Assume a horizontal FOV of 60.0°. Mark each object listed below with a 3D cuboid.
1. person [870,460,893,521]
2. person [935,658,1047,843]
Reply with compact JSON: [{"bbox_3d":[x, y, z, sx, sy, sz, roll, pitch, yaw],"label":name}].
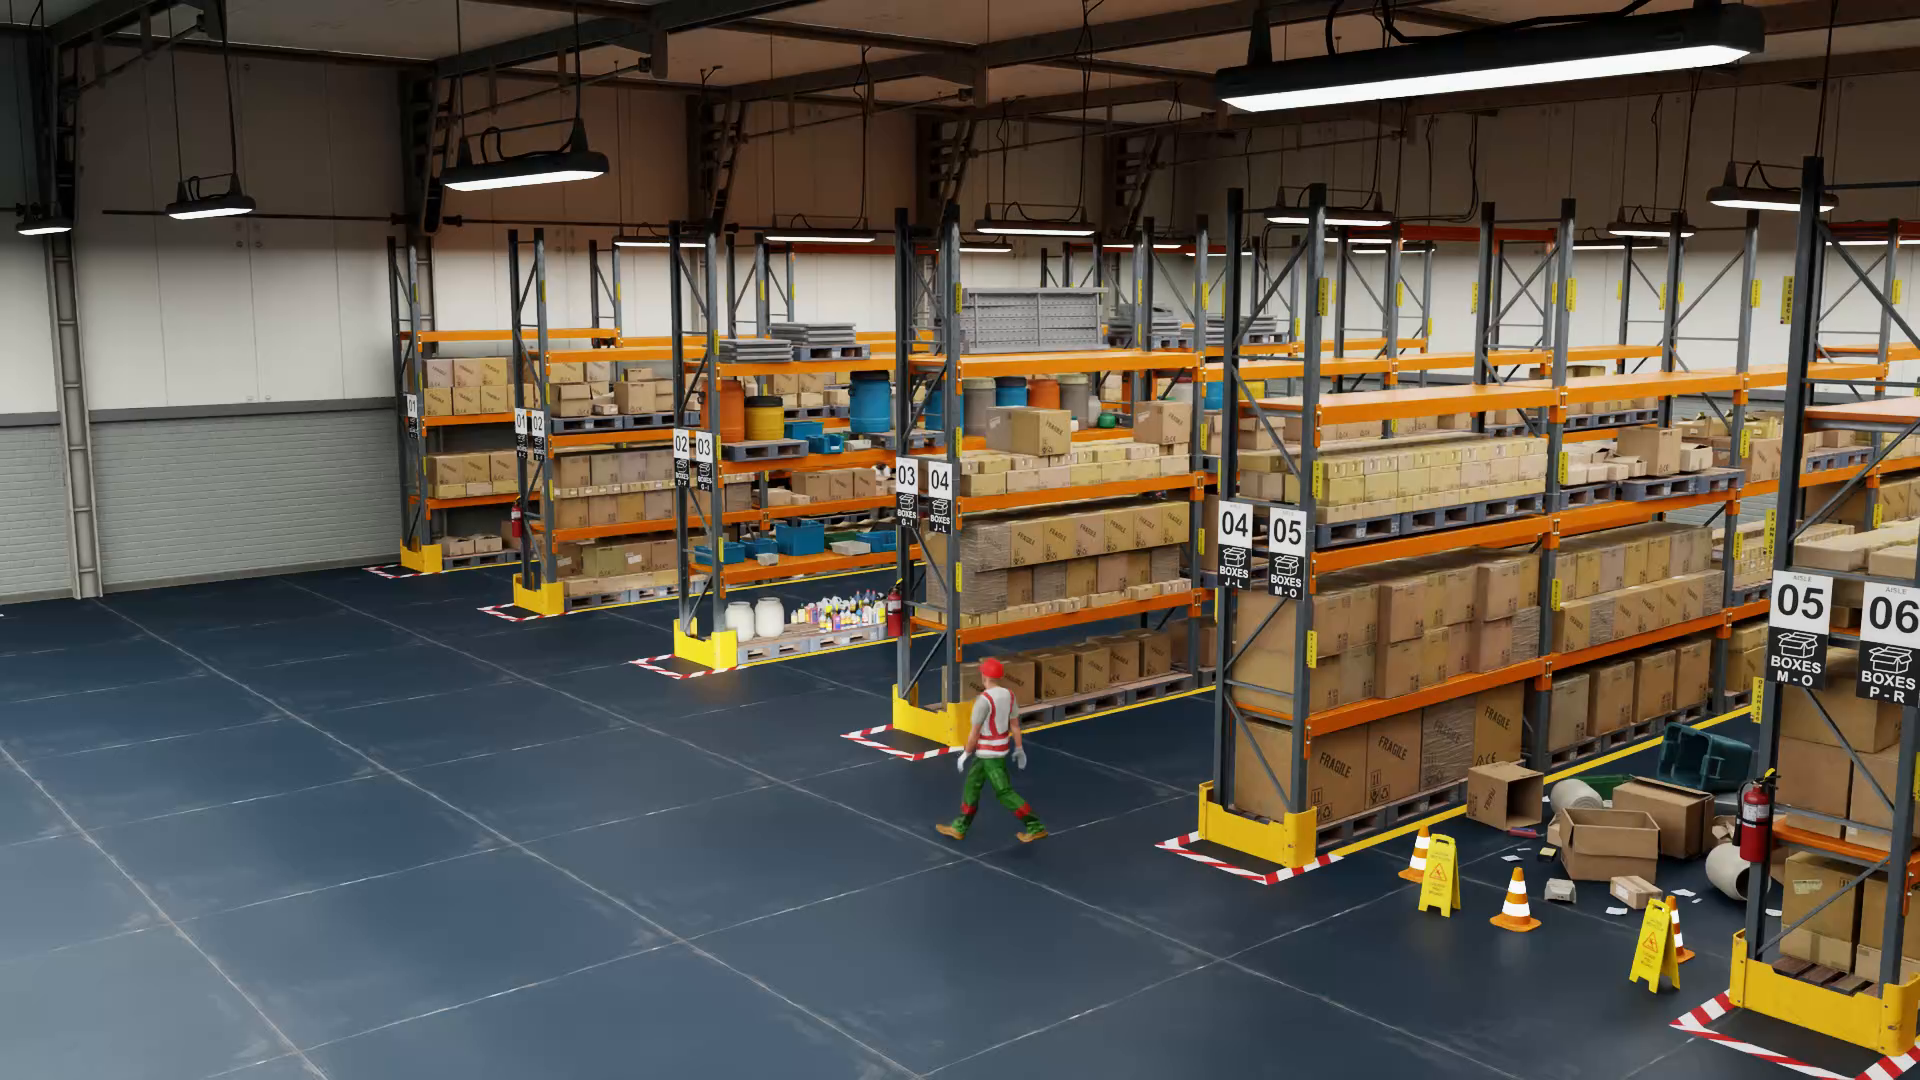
[{"bbox_3d":[-1.589,-0.915,33.910,0.557,1.781,0.452,-6,11,-34],"label":"person"},{"bbox_3d":[0.282,1.962,15.335,1.064,1.754,0.472,1,9,5],"label":"person"}]
